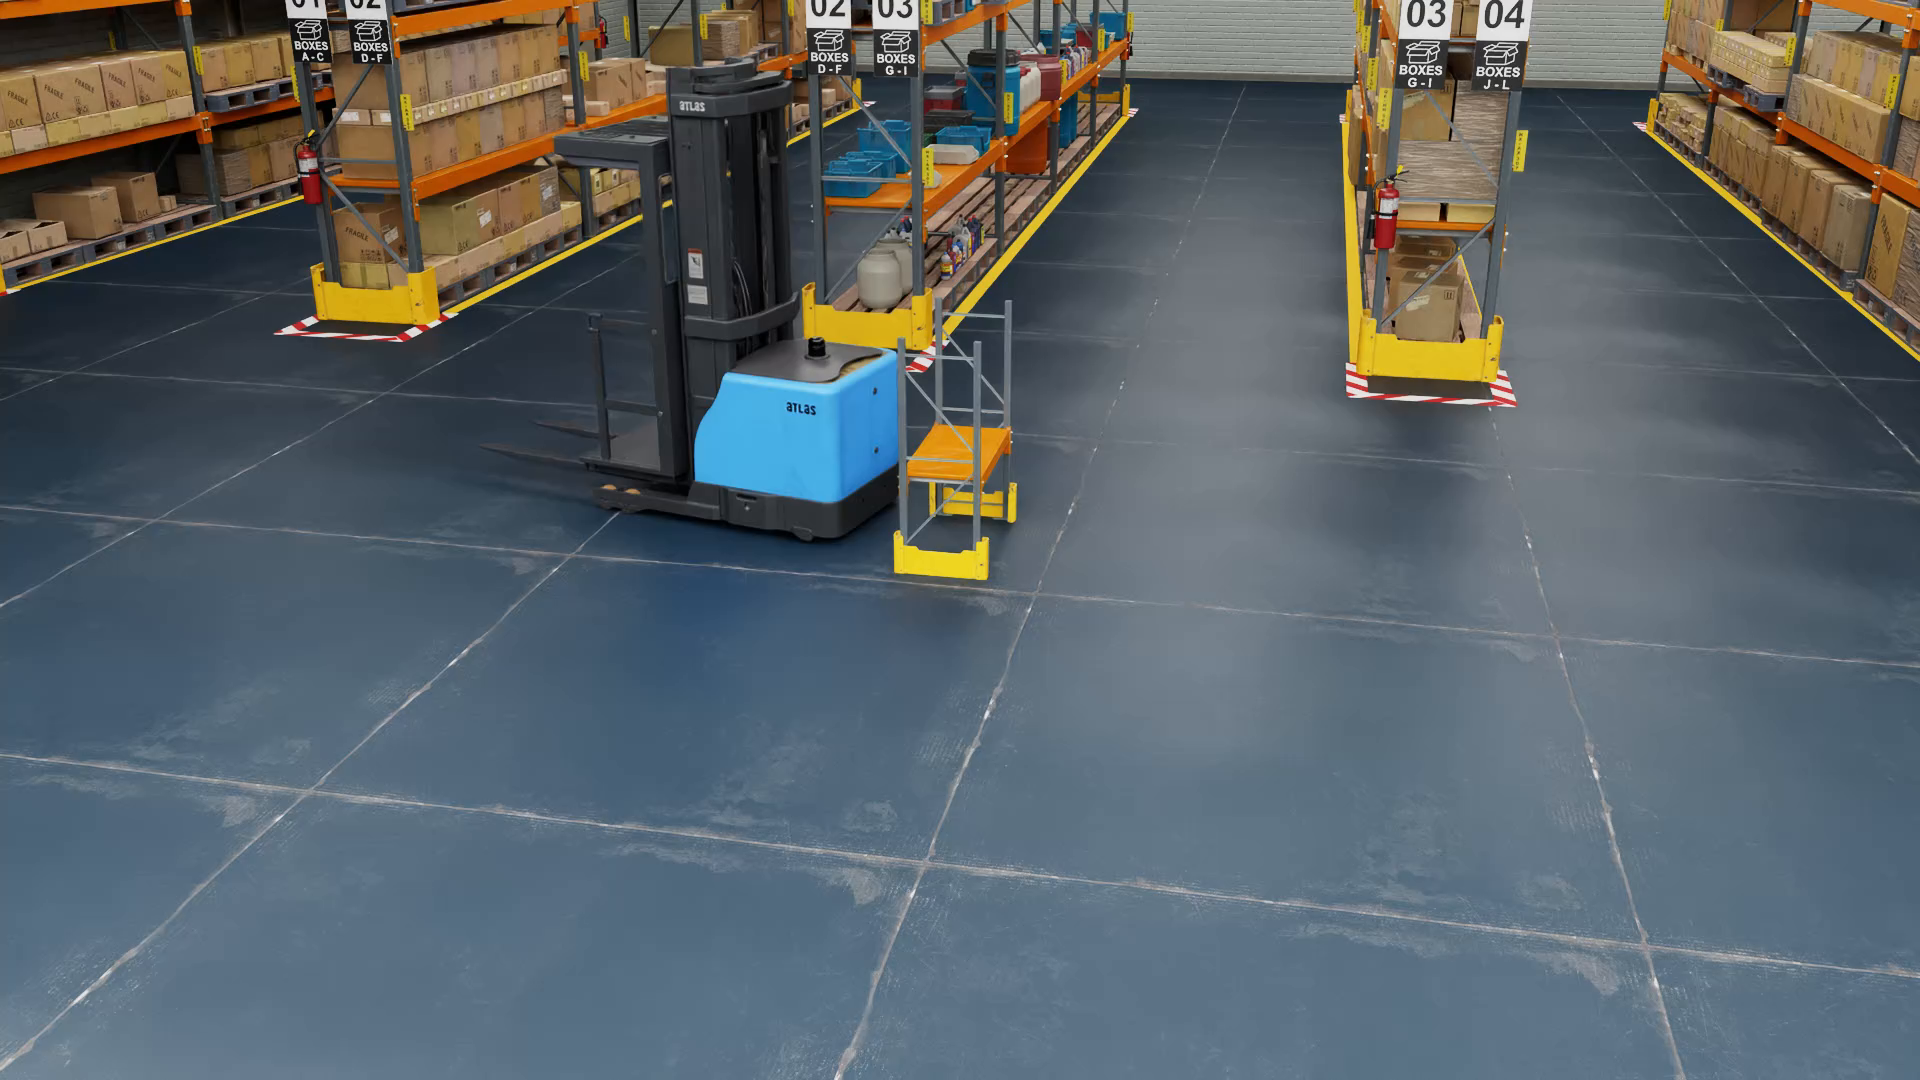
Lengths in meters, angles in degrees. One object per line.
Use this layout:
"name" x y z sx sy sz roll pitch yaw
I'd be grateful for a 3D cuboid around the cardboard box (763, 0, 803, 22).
"cardboard box" -2.848 -8.620 26.768 0.500 0.500 0.500 5 22 12

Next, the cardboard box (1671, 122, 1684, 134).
"cardboard box" 11.437 -6.491 26.211 0.380 0.149 0.250 3 22 8

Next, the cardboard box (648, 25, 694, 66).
"cardboard box" -4.018 -6.976 23.463 0.700 0.500 0.500 -3 22 -7

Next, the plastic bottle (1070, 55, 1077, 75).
"plastic bottle" 1.612 -6.901 24.140 0.152 0.276 0.135 4 22 11

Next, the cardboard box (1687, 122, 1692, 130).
"cardboard box" 11.326 -6.315 25.374 0.380 0.149 0.250 5 22 12

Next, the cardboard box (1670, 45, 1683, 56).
"cardboard box" 11.623 -7.849 26.664 0.380 0.149 0.250 4 22 9

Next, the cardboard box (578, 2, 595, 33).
"cardboard box" -7.348 -9.749 30.645 0.980 0.700 0.700 5 23 13

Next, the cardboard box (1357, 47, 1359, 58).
"cardboard box" 6.481 -7.692 26.274 0.380 0.149 0.250 4 22 10

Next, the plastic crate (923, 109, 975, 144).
"plastic crate" -0.235 -4.443 17.954 0.767 0.338 0.504 4 22 11

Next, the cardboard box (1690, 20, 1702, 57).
"cardboard box" 11.344 -7.541 25.031 0.500 0.500 0.500 4 22 11

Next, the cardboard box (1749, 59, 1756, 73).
"cardboard box" 10.306 -6.041 21.215 0.380 0.149 0.250 5 22 11

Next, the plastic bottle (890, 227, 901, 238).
"plastic bottle" -0.700 -3.141 17.594 0.144 0.351 0.185 4 22 10

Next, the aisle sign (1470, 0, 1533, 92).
"aisle sign" 4.310 -3.974 13.225 0.394 0.787 0.004 4 22 11

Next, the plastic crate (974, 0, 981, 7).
"plastic crate" 0.064 -5.305 16.348 0.243 0.136 0.396 4 22 11

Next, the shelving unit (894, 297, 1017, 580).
"shelving unit" -0.016 -0.668 10.504 0.587 1.500 1.083 4 22 11

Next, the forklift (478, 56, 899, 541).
"forklift" -1.947 -1.705 11.165 3.031 2.935 1.130 10 24 23

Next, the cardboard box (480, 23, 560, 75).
"cardboard box" -4.937 -5.518 18.669 0.700 0.500 0.500 5 22 11

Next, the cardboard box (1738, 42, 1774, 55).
"cardboard box" 10.467 -6.460 21.857 0.380 0.149 0.250 5 23 13

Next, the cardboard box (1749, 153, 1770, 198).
"cardboard box" 10.374 -4.620 21.093 0.500 0.500 0.500 4 22 11

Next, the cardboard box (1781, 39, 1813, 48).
"cardboard box" 11.206 -6.601 22.207 0.380 0.149 0.250 4 22 9

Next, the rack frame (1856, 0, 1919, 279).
"rack frame" 9.680 -3.861 16.425 1.000 3.000 0.127 4 22 11

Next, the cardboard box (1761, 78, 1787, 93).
"cardboard box" 10.147 -5.618 20.561 0.380 0.149 0.250 5 22 12

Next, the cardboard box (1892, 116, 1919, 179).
"cardboard box" 9.616 -3.795 16.060 0.875 0.550 0.550 4 22 11

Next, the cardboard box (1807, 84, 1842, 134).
"cardboard box" 9.936 -4.856 18.762 0.500 0.500 0.500 4 22 11

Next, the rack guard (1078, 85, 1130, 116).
"rack guard" 2.437 -7.893 29.782 1.175 0.500 0.348 4 22 11

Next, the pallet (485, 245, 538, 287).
"pallet" -5.302 -3.004 18.030 1.003 0.211 1.213 4 22 11

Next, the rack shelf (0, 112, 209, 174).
"rack shelf" -10.111 -4.344 18.587 1.077 0.370 4.000 4 22 11

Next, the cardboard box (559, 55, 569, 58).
"cardboard box" -7.469 -8.931 30.930 0.380 0.149 0.250 5 22 11

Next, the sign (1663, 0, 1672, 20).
"sign" 11.597 -8.693 27.263 0.100 0.325 0.005 4 22 11

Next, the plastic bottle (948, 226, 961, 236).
"plastic bottle" -0.043 -3.269 18.012 0.152 0.276 0.135 4 22 11

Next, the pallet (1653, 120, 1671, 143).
"pallet" 11.912 -6.634 27.043 1.003 0.211 1.213 4 22 11

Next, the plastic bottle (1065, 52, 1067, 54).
"plastic bottle" 1.561 -7.036 24.480 0.097 0.271 0.097 0 22 0

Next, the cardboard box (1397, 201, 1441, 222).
"cardboard box" 3.885 -2.817 14.169 0.380 0.149 0.250 4 22 11

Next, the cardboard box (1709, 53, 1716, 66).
"cardboard box" 10.781 -6.756 23.388 0.380 0.149 0.250 3 22 8

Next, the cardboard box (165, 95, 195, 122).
"cardboard box" -9.503 -5.152 19.806 0.500 0.250 0.500 5 22 11

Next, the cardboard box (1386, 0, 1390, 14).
"cardboard box" 4.287 -5.078 15.633 0.500 0.250 0.500 4 22 9

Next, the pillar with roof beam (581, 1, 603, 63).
"pillar with roof beam" -3.335 -13.306 31.846 9.100 9.000 0.400 4 22 11

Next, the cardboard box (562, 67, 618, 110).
"cardboard box" -4.572 -5.551 20.489 0.500 0.500 0.500 6 23 15

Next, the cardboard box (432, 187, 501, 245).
"cardboard box" -5.152 -3.383 17.353 0.500 0.500 0.500 4 22 11

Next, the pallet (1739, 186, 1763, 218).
"pallet" 10.657 -4.316 21.288 1.003 0.211 1.213 4 22 11

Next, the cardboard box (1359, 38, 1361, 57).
"cardboard box" 6.310 -7.452 25.144 0.500 0.250 0.500 4 22 10

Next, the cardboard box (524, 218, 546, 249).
"cardboard box" -4.932 -3.400 18.398 0.500 0.250 0.500 4 22 11

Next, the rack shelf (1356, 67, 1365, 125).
"rack shelf" 6.069 -6.137 23.039 1.077 0.370 4.000 4 22 11

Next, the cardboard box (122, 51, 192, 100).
"cardboard box" -9.496 -5.500 19.665 0.500 0.500 0.500 4 22 11

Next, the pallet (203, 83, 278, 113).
"pallet" -9.404 -5.588 20.971 1.003 0.211 1.213 4 22 11

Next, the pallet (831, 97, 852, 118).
"pallet" -2.581 -7.808 29.959 1.003 0.211 1.213 4 22 11

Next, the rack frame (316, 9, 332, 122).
"rack frame" -8.886 -6.872 23.901 1.000 3.000 0.127 4 22 11

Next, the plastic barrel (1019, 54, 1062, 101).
"plastic barrel" 1.014 -5.987 21.522 0.600 0.536 0.708 4 22 11

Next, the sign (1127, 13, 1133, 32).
"sign" 2.986 -9.082 29.171 0.100 0.325 0.005 4 22 11

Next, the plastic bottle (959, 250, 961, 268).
"plastic bottle" -0.035 -2.934 17.281 0.097 0.201 0.097 0 22 0

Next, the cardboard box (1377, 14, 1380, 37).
"cardboard box" 6.204 -7.229 23.312 0.797 0.503 0.637 5 22 12

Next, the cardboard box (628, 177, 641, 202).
"cardboard box" -4.319 -4.457 21.024 0.500 0.250 0.500 4 22 9

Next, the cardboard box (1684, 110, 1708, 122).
"cardboard box" 11.281 -6.468 25.357 0.380 0.149 0.250 3 22 8

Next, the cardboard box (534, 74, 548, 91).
"cardboard box" -4.801 -5.078 18.445 0.380 0.149 0.250 4 22 9

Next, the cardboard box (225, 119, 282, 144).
"cardboard box" -9.380 -5.424 22.059 0.500 0.250 0.500 4 22 9

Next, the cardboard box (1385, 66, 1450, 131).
"cardboard box" 3.995 -3.865 14.564 0.500 0.500 0.500 4 22 11
